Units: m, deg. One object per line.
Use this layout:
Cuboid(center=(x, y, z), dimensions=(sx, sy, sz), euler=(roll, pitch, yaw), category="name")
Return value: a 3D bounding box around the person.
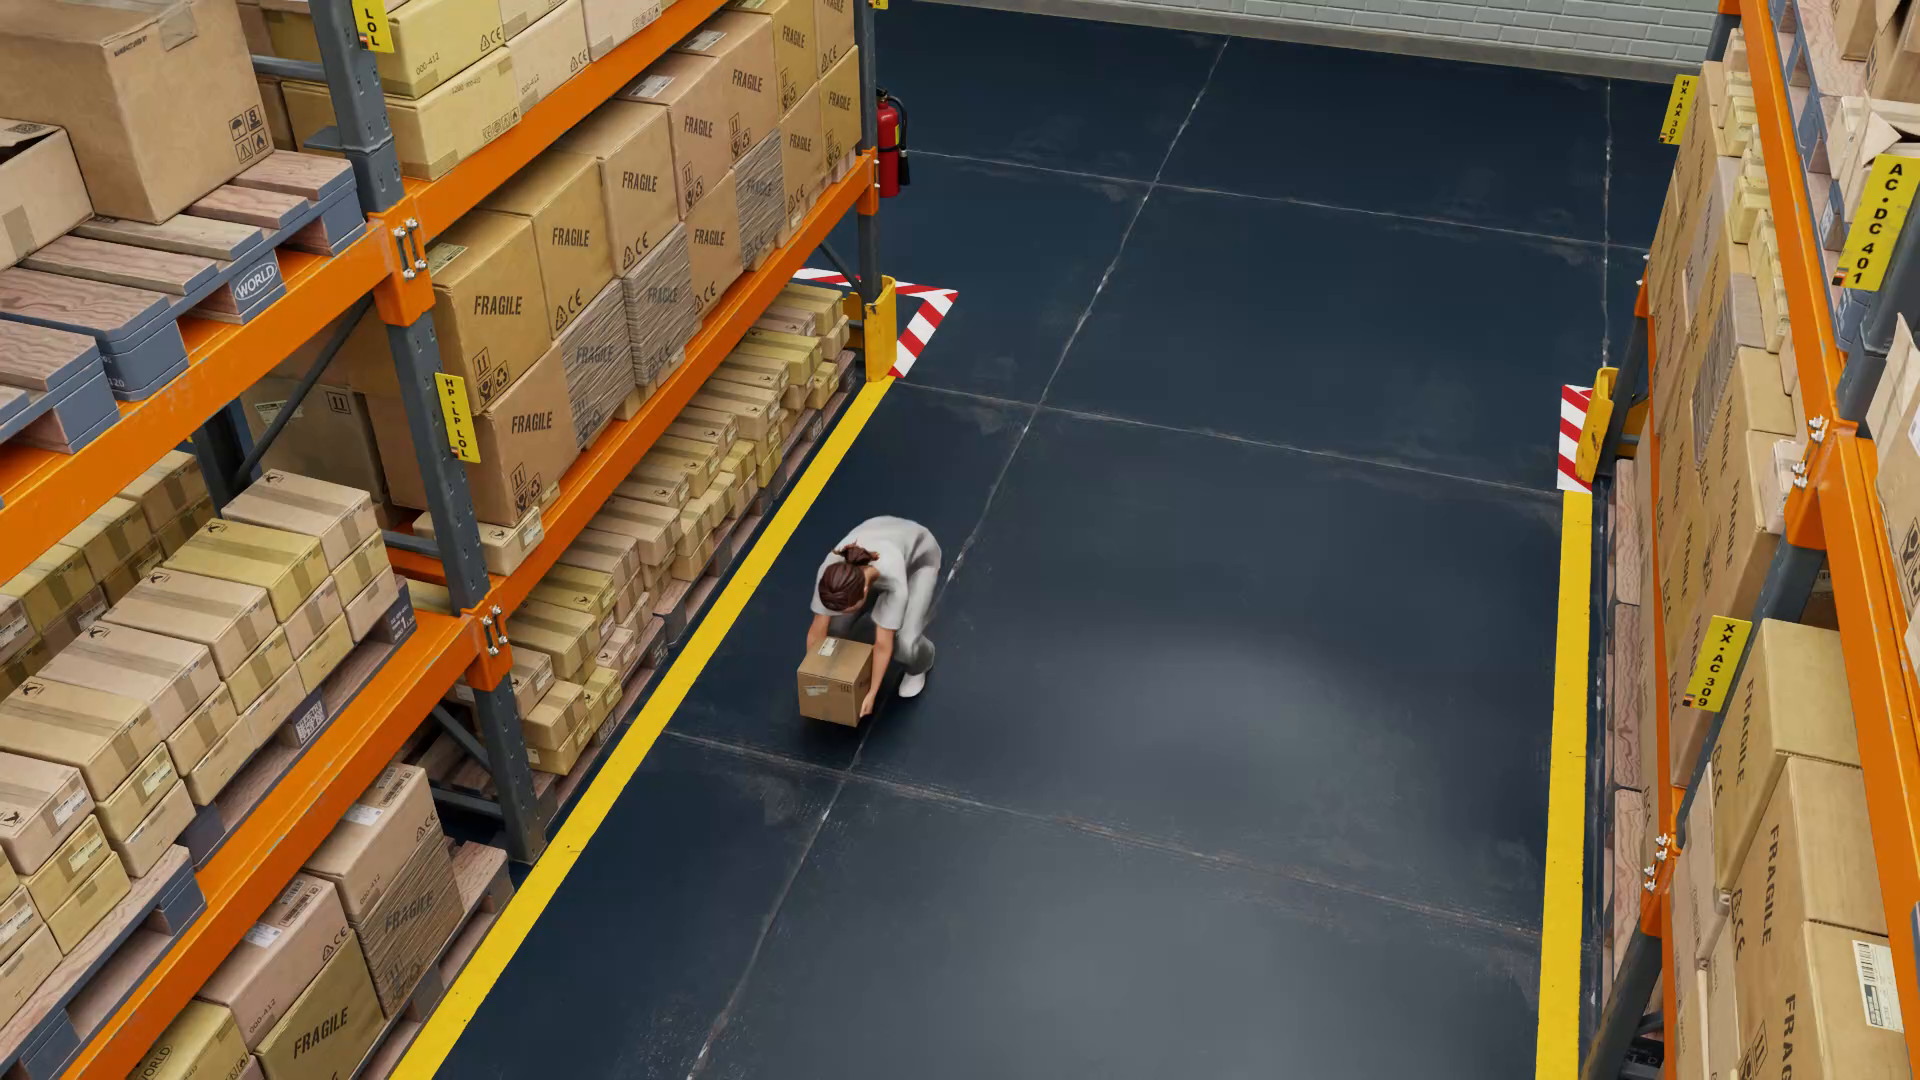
Cuboid(center=(-0.367, 0.304, 7.110), dimensions=(0.467, 0.930, 0.851), euler=(16, 40, 20), category="person")
